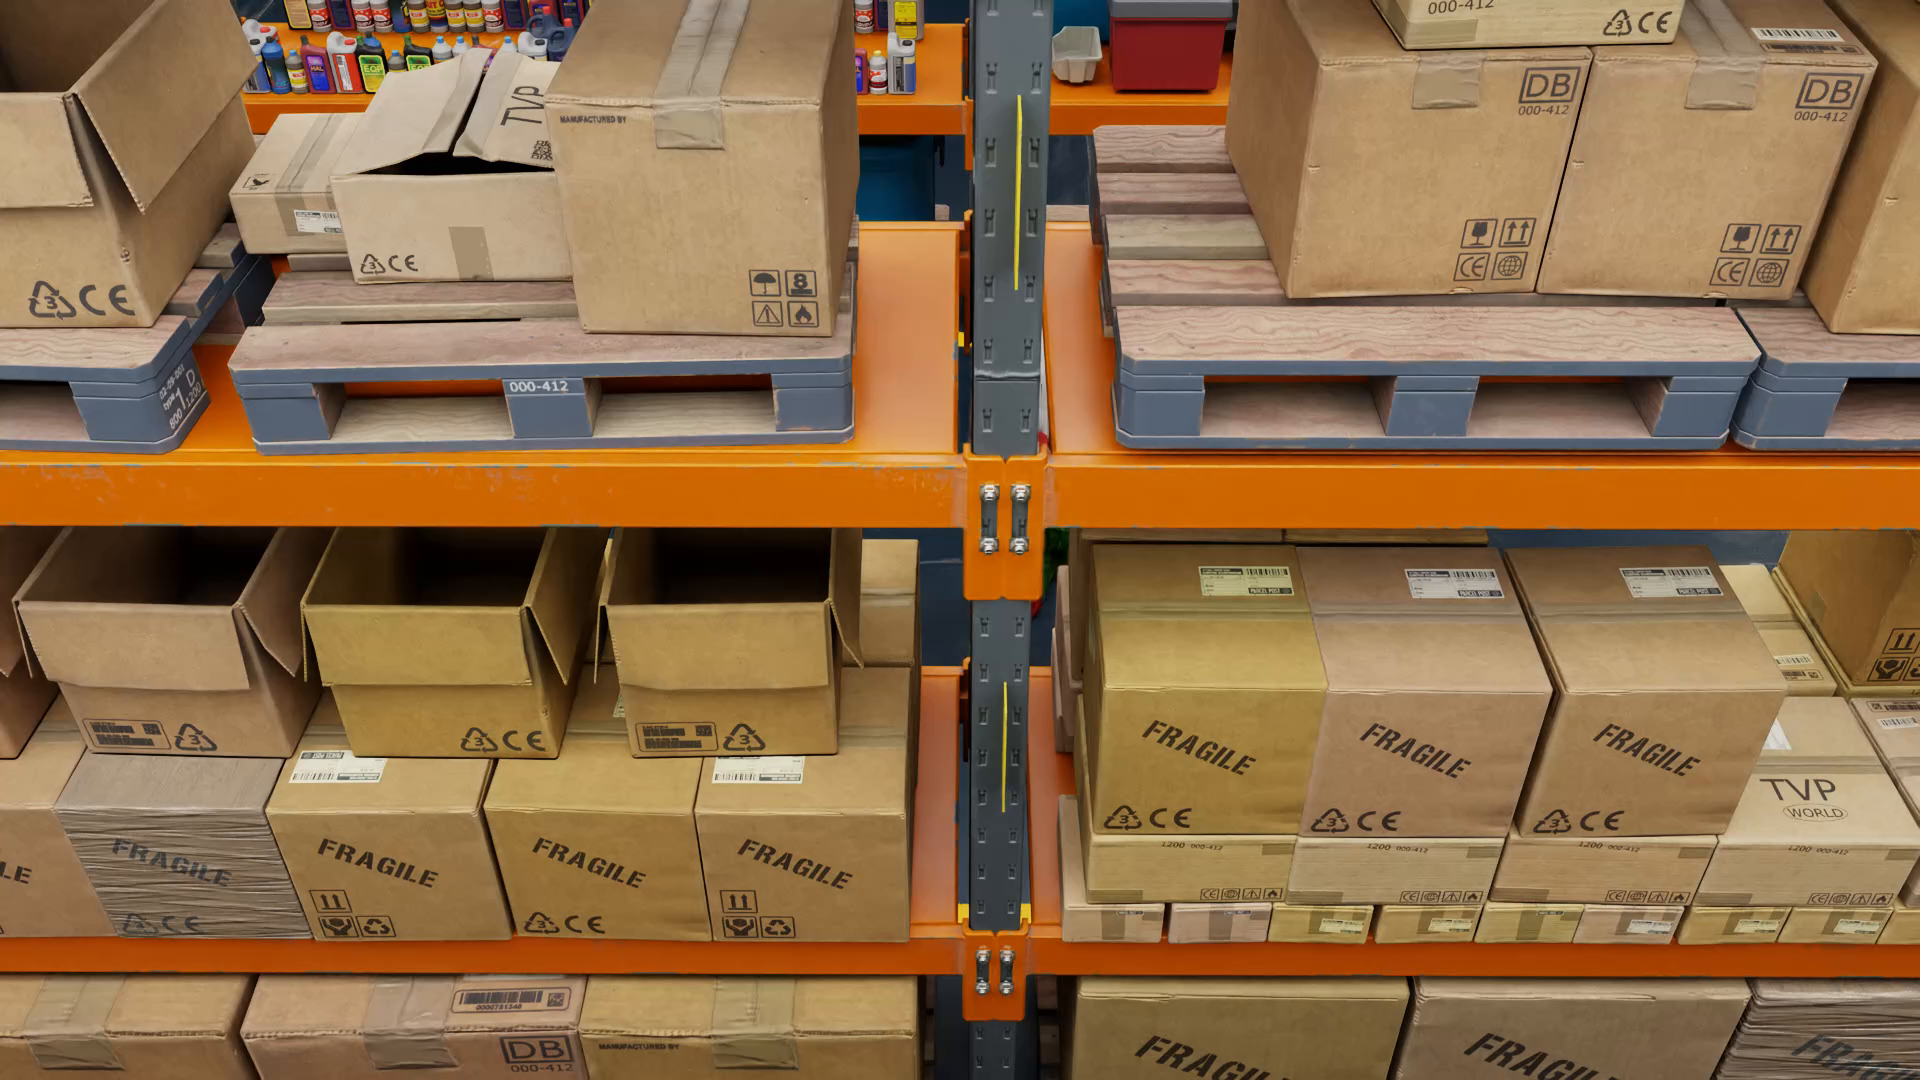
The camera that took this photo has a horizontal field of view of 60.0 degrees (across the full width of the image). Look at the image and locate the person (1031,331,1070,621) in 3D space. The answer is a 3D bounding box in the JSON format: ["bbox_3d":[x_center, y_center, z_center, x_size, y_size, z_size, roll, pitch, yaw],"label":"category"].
[{"bbox_3d":[0.397,-0.334,6.562,0.879,1.745,0.579,-25,45,-28],"label":"person"}]
